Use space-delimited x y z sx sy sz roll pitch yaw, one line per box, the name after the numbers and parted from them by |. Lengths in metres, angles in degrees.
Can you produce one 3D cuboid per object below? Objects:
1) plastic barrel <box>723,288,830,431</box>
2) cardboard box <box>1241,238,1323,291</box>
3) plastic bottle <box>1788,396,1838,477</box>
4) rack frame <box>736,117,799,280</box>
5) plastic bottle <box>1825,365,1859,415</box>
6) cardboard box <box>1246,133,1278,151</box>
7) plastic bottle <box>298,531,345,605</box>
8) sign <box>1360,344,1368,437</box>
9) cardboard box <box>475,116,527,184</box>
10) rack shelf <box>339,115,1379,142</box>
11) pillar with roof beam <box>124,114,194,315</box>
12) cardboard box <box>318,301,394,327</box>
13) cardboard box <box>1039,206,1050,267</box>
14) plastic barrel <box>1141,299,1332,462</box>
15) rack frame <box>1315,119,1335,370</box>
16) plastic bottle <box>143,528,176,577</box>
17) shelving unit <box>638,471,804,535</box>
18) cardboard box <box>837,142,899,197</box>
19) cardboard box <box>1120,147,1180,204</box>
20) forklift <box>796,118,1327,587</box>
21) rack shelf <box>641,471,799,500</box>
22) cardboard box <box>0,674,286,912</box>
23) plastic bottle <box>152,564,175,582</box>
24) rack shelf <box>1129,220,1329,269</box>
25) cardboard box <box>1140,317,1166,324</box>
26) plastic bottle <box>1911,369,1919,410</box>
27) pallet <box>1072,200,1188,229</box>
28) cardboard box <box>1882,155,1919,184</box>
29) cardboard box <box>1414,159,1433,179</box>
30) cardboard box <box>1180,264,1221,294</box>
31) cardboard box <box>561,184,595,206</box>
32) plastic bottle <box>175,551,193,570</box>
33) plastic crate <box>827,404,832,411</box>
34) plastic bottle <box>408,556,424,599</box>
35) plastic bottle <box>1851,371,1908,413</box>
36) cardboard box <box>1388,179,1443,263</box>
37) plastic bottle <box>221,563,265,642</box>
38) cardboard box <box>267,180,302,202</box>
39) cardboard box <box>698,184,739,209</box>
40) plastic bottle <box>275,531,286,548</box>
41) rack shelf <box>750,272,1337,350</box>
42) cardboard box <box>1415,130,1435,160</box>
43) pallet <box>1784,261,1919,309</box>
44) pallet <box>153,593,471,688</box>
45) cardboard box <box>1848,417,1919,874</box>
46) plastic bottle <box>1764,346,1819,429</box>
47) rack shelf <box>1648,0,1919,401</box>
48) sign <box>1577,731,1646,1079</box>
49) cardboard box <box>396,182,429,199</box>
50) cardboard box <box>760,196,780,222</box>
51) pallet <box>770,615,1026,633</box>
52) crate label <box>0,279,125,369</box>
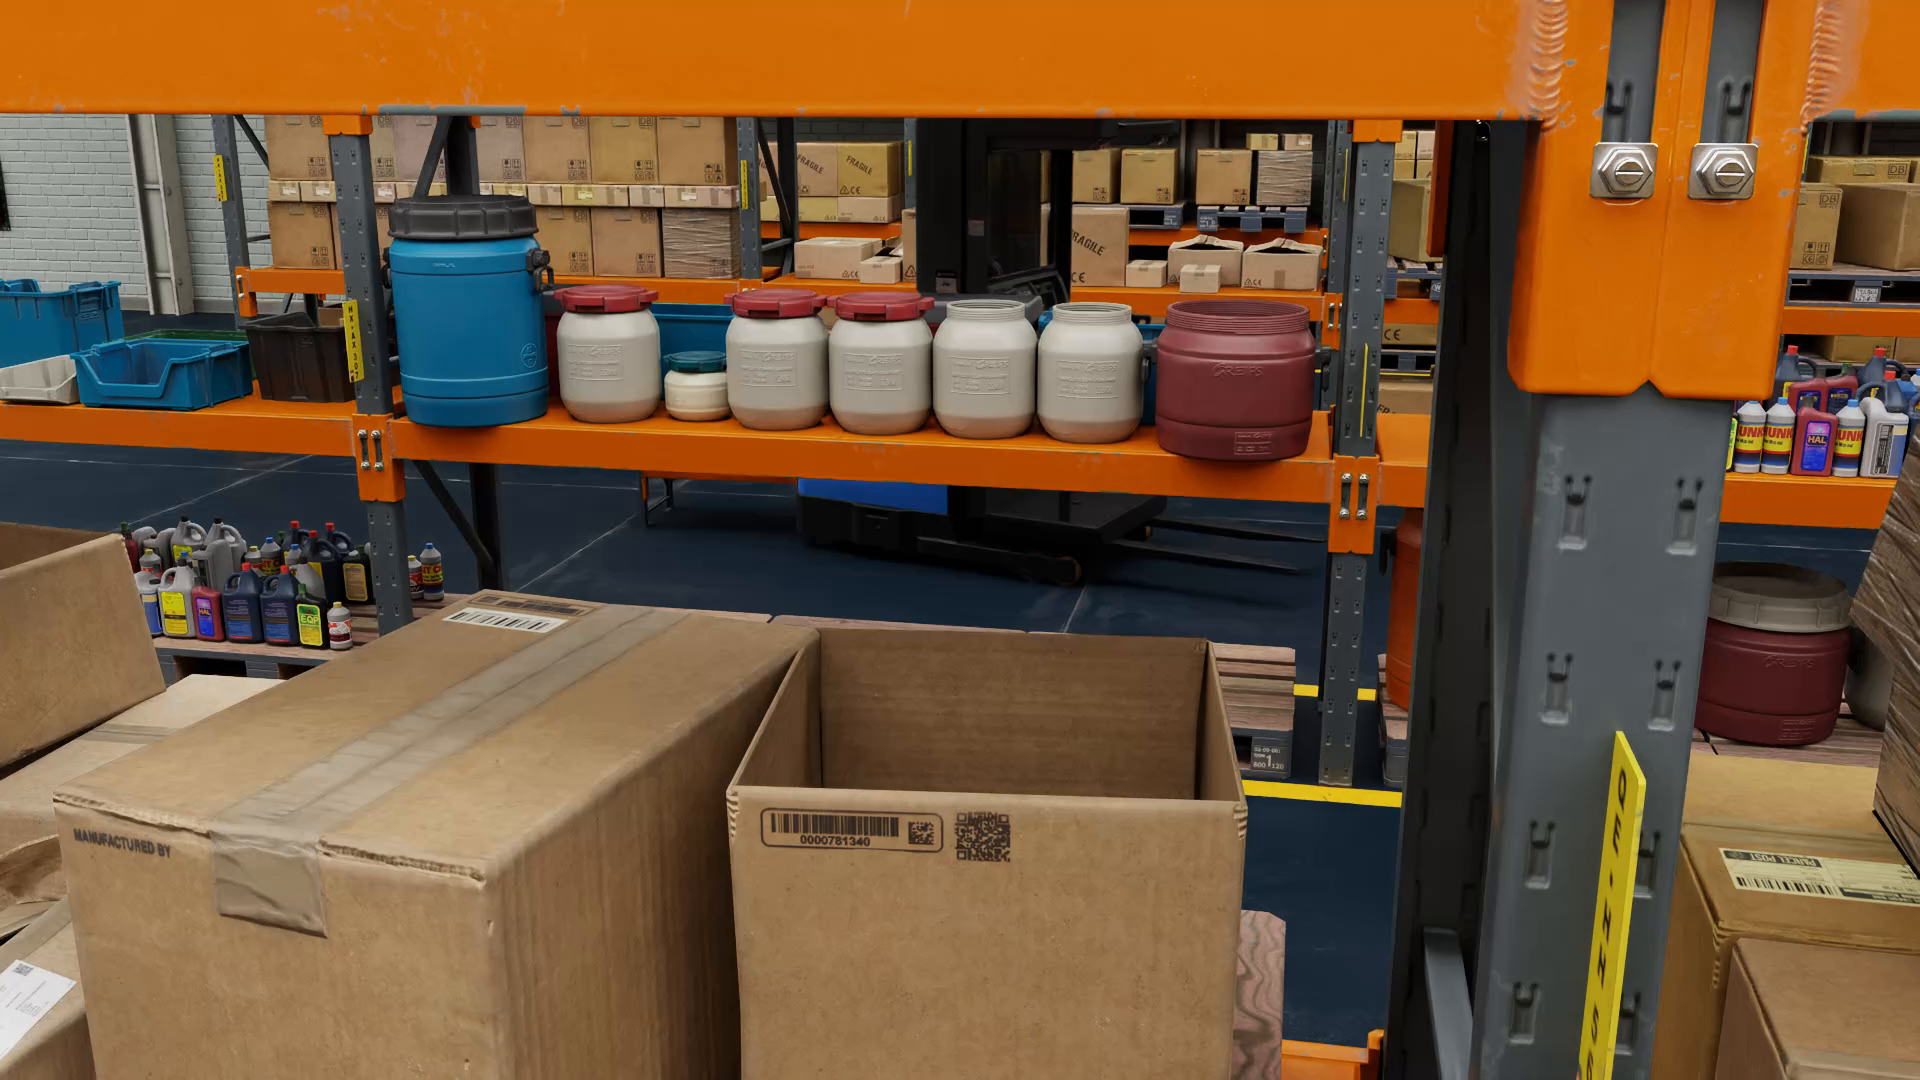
-0.742 -0.740 6.788 0.433 0.535 0.433 0 15 0 | plastic barrel
2.209 -1.892 11.370 0.500 0.311 0.500 4 16 15 | cardboard box
3.048 -0.371 5.932 0.133 0.283 0.061 3 16 11 | plastic bottle
-1.364 -2.117 12.015 0.127 3.000 1.000 3 16 11 | rack frame
3.467 -0.549 6.573 0.133 0.283 0.061 3 16 11 | plastic bottle
2.877 -3.797 15.853 0.250 0.149 0.380 0 15 2 | cardboard box
-3.091 0.129 8.044 0.185 0.351 0.144 3 16 11 | plastic bottle
1.463 -0.543 6.027 0.005 0.325 0.100 3 16 11 | sign
-3.275 -2.892 12.197 0.500 0.500 0.700 3 16 11 | cardboard box
-0.394 -1.814 6.650 4.000 0.370 1.077 3 16 11 | rack shelf
-10.179 -5.899 14.431 0.400 9.000 9.100 3 16 11 | pillar with roof beam
-4.698 -1.618 13.172 0.500 0.500 0.500 3 16 11 | cardboard box
0.393 -2.065 11.642 0.500 0.500 0.500 3 16 11 | cardboard box
1.050 -0.620 6.355 0.708 0.536 0.600 3 16 11 | plastic barrel
3.540 -3.200 15.926 0.127 3.000 1.000 3 16 11 | rack frame
-4.009 0.077 8.372 0.135 0.276 0.152 3 16 10 | plastic bottle
-1.411 -0.662 10.275 1.048 1.125 0.538 3 16 10 | shelving unit
-0.905 -3.656 16.410 0.500 0.500 0.500 3 16 11 | cardboard box
1.852 -3.543 16.153 0.500 0.500 0.700 3 16 11 | cardboard box
0.571 -1.317 9.255 3.031 2.935 1.130 8 18 28 | forklift
-1.411 -0.427 10.341 1.000 0.278 0.538 3 16 10 | rack shelf
-1.018 0.408 2.396 0.500 0.250 0.500 3 16 10 | cardboard box
-3.685 0.252 7.728 0.133 0.283 0.061 3 16 11 | plastic bottle
1.580 -2.960 16.406 4.000 0.370 1.077 3 16 11 | rack shelf
1.850 -2.309 16.567 0.500 0.500 0.700 3 16 11 | cardboard box
3.769 -0.538 6.557 0.097 0.271 0.097 0 15 0 | plastic bottle
1.592 -3.202 16.293 1.213 0.211 1.003 3 16 11 | pallet
8.702 -3.059 14.853 0.700 0.700 0.980 3 16 10 | cardboard box
4.476 -3.278 15.426 0.500 0.500 0.500 4 16 13 | cardboard box
1.620 -1.759 11.192 0.250 0.149 0.380 3 16 11 | cardboard box
-2.669 -2.491 11.962 0.250 0.149 0.380 3 16 11 | cardboard box
-3.828 0.155 8.231 0.097 0.201 0.097 0 15 0 | plastic bottle
-0.591 -0.700 7.299 0.662 0.188 0.450 3 16 11 | plastic crate
-2.679 0.178 8.148 0.097 0.201 0.097 0 15 0 | plastic bottle
3.338 -0.441 6.057 0.185 0.351 0.144 3 16 11 | plastic bottle
3.196 -2.151 11.163 0.500 0.500 0.700 -2 16 -8 | cardboard box
-3.231 0.274 7.521 0.185 0.351 0.144 2 16 8 | plastic bottle
-4.942 -2.613 12.405 0.250 0.149 0.380 3 16 11 | cardboard box
-1.673 -2.436 11.765 0.250 0.149 0.380 3 16 11 | cardboard box
-3.401 0.094 8.296 0.133 0.283 0.061 4 16 14 | plastic bottle
0.596 -1.664 11.727 4.000 0.370 1.077 3 16 11 | rack shelf
4.460 -3.643 15.337 0.500 0.250 0.500 3 16 10 | cardboard box
5.715 -1.670 10.761 1.213 0.211 1.003 3 16 11 | pallet
-3.004 0.476 7.879 1.213 0.211 1.003 3 16 11 | pallet
1.292 0.199 1.590 0.637 0.503 0.797 4 16 13 | cardboard box
3.315 -0.595 6.612 0.185 0.351 0.144 3 16 11 | plastic bottle
2.538 -0.305 1.204 4.000 0.370 1.077 3 16 11 | rack shelf
0.480 0.310 1.234 0.005 0.325 0.100 3 16 11 | sign
-3.930 -2.559 12.208 0.250 0.149 0.380 3 16 9 | cardboard box
-1.887 -3.348 16.702 0.500 0.250 0.500 3 16 11 | cardboard box
-0.378 0.618 7.364 1.213 0.211 1.003 3 16 11 | pallet
-4.417 -1.024 8.004 0.616 0.435 0.502 3 16 11 | crate label
